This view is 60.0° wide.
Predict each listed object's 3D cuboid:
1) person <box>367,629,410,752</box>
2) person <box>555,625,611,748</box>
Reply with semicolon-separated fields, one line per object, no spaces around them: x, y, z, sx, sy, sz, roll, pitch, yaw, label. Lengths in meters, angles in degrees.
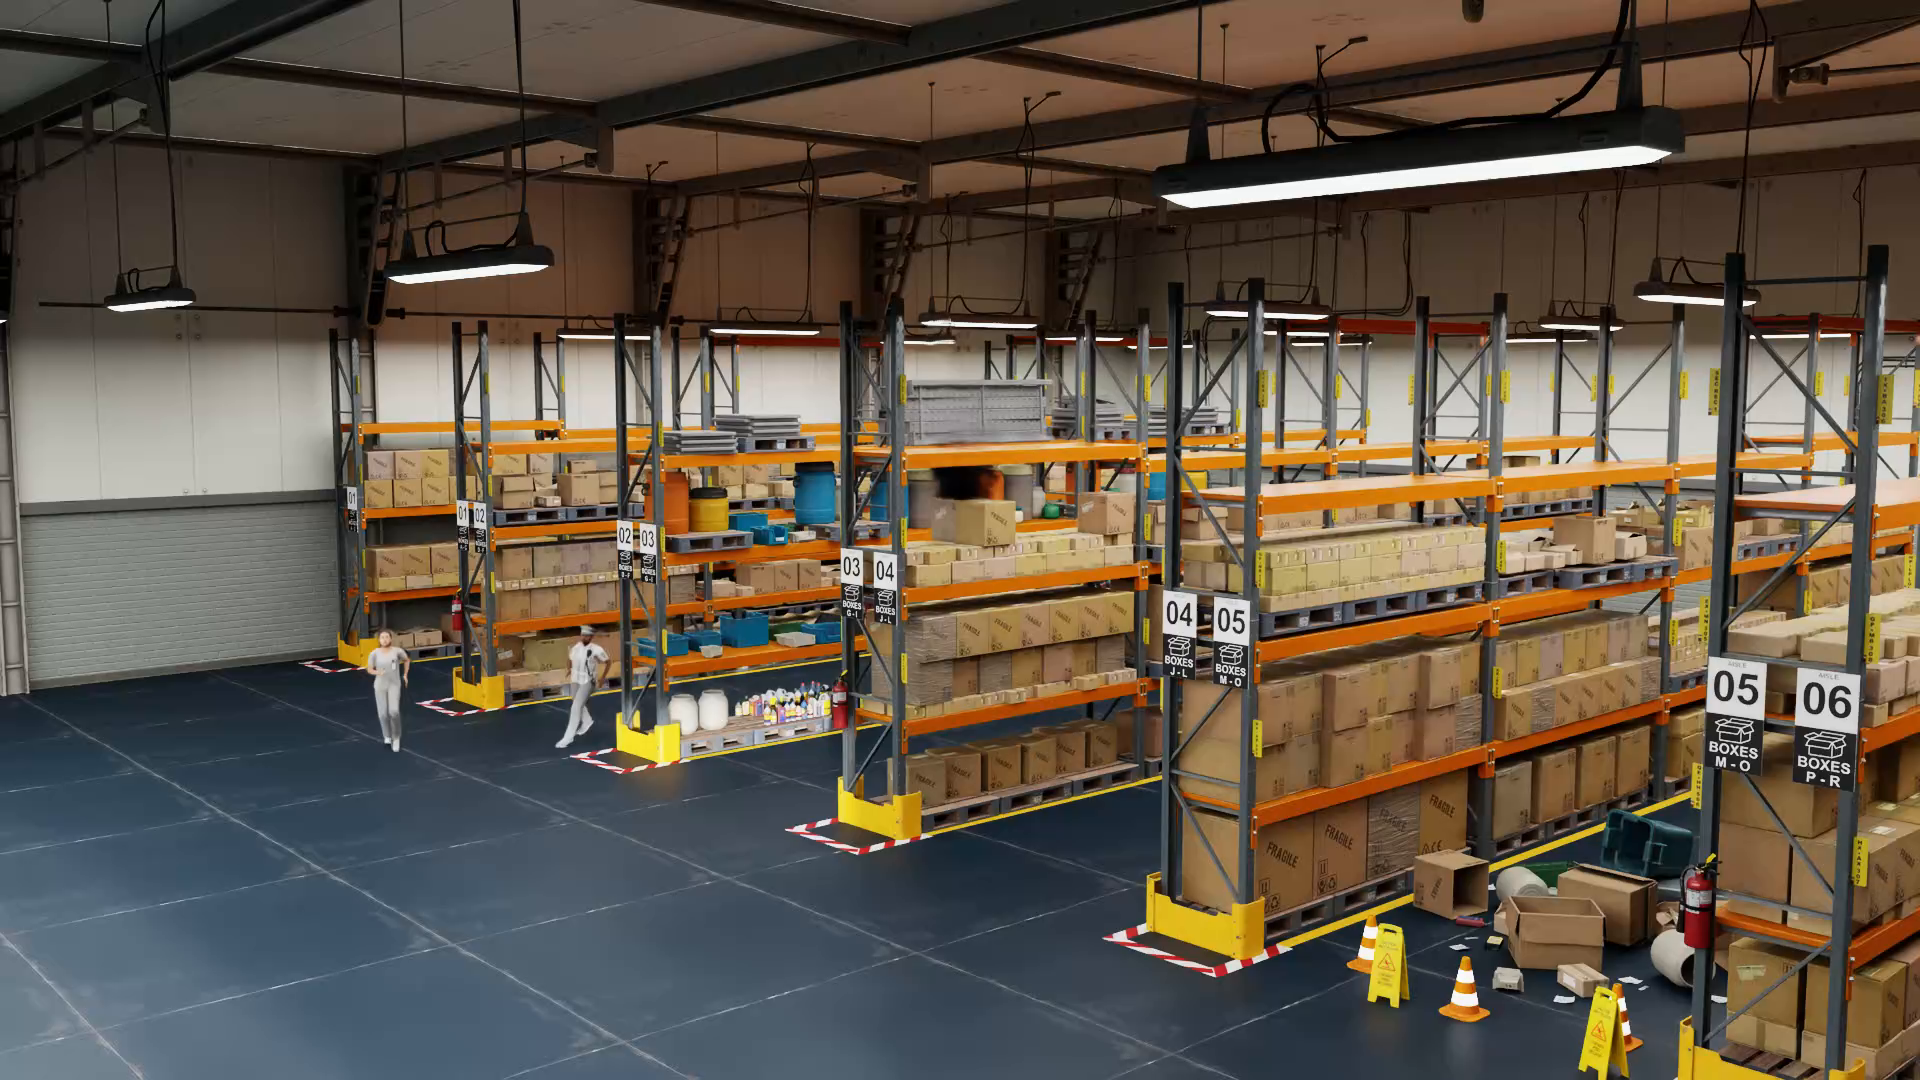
-7.889;2.069;22.960;0.532;1.697;0.711;-1;6;-12;person
-5.305;2.018;23.376;0.640;1.681;0.913;3;6;26;person
